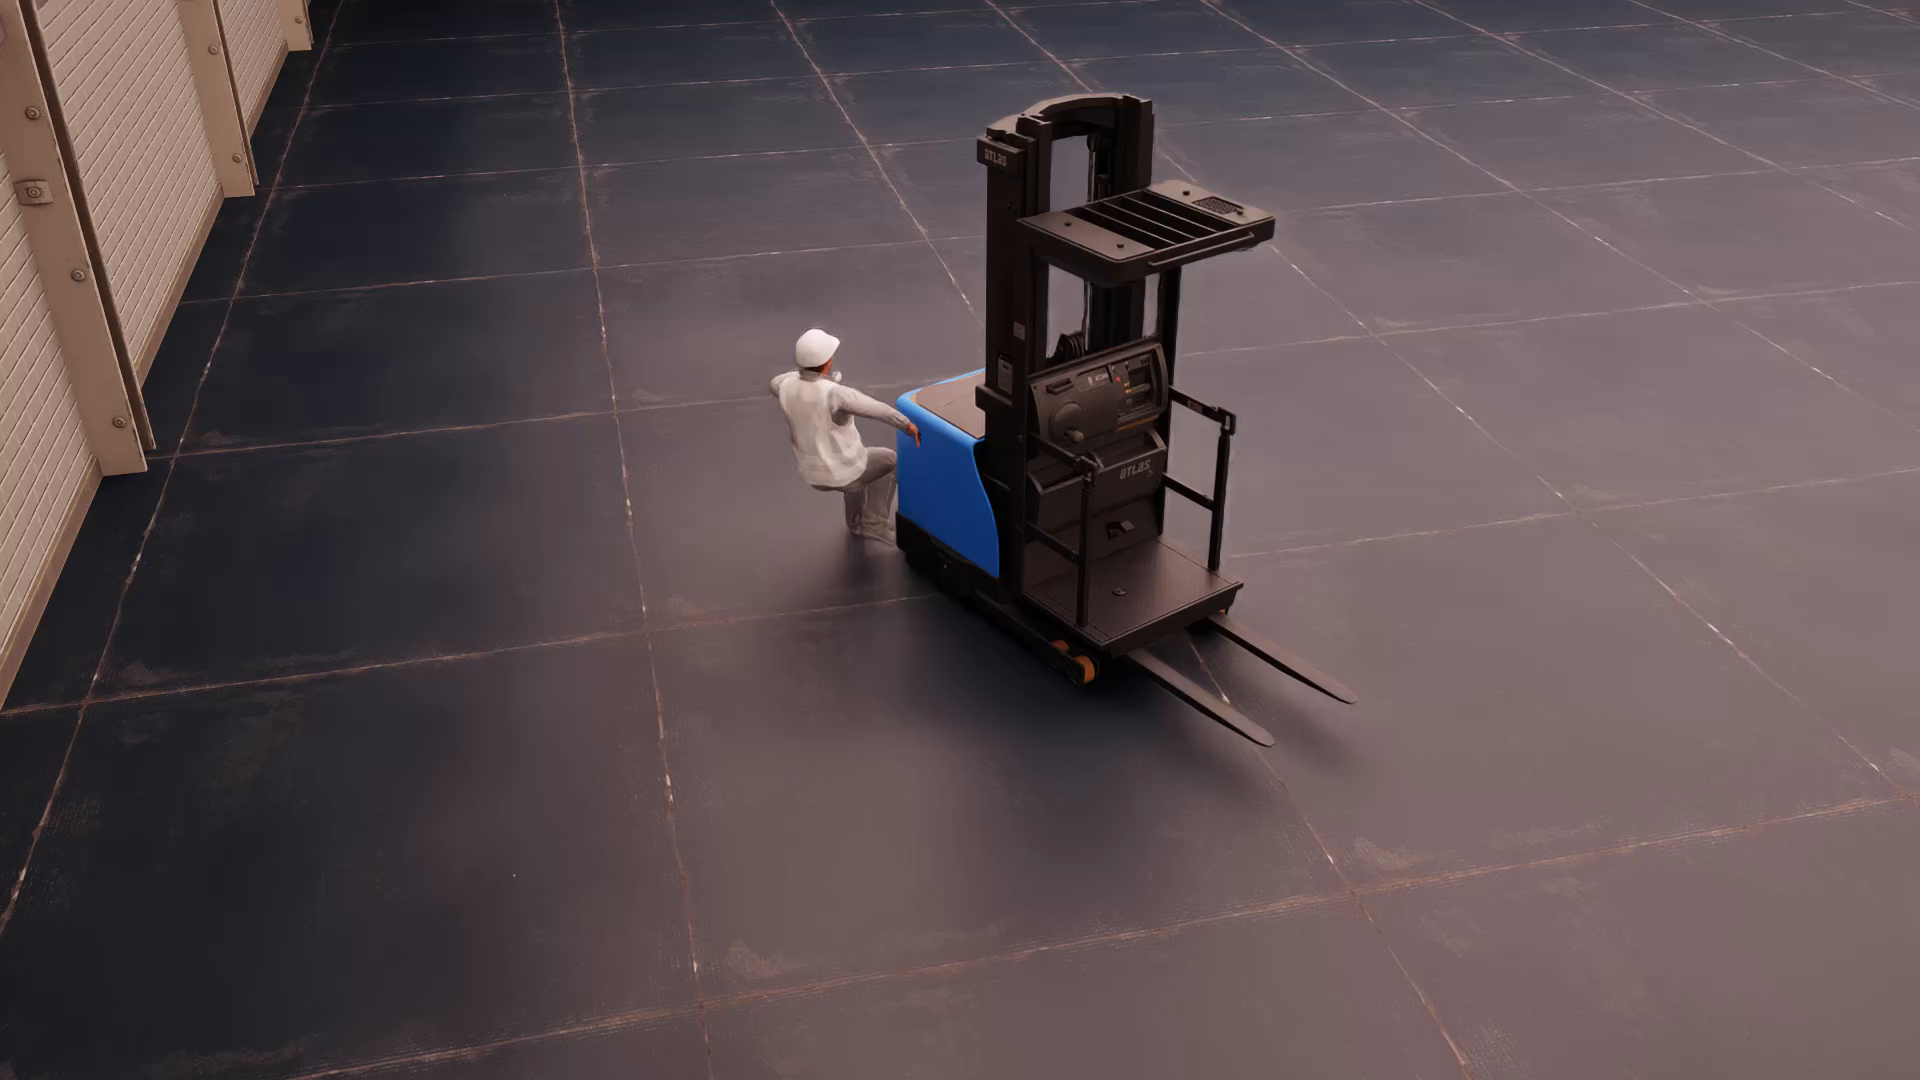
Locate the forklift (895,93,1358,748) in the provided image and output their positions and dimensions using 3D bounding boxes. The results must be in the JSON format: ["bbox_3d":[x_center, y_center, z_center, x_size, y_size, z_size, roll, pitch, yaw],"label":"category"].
[{"bbox_3d":[0.891,-0.751,8.873,1.130,2.935,3.031,-21,36,-31],"label":"forklift"}]

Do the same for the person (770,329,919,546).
[{"bbox_3d":[-0.646,-0.617,10.035,1.020,1.545,0.871,14,33,23],"label":"person"}]
